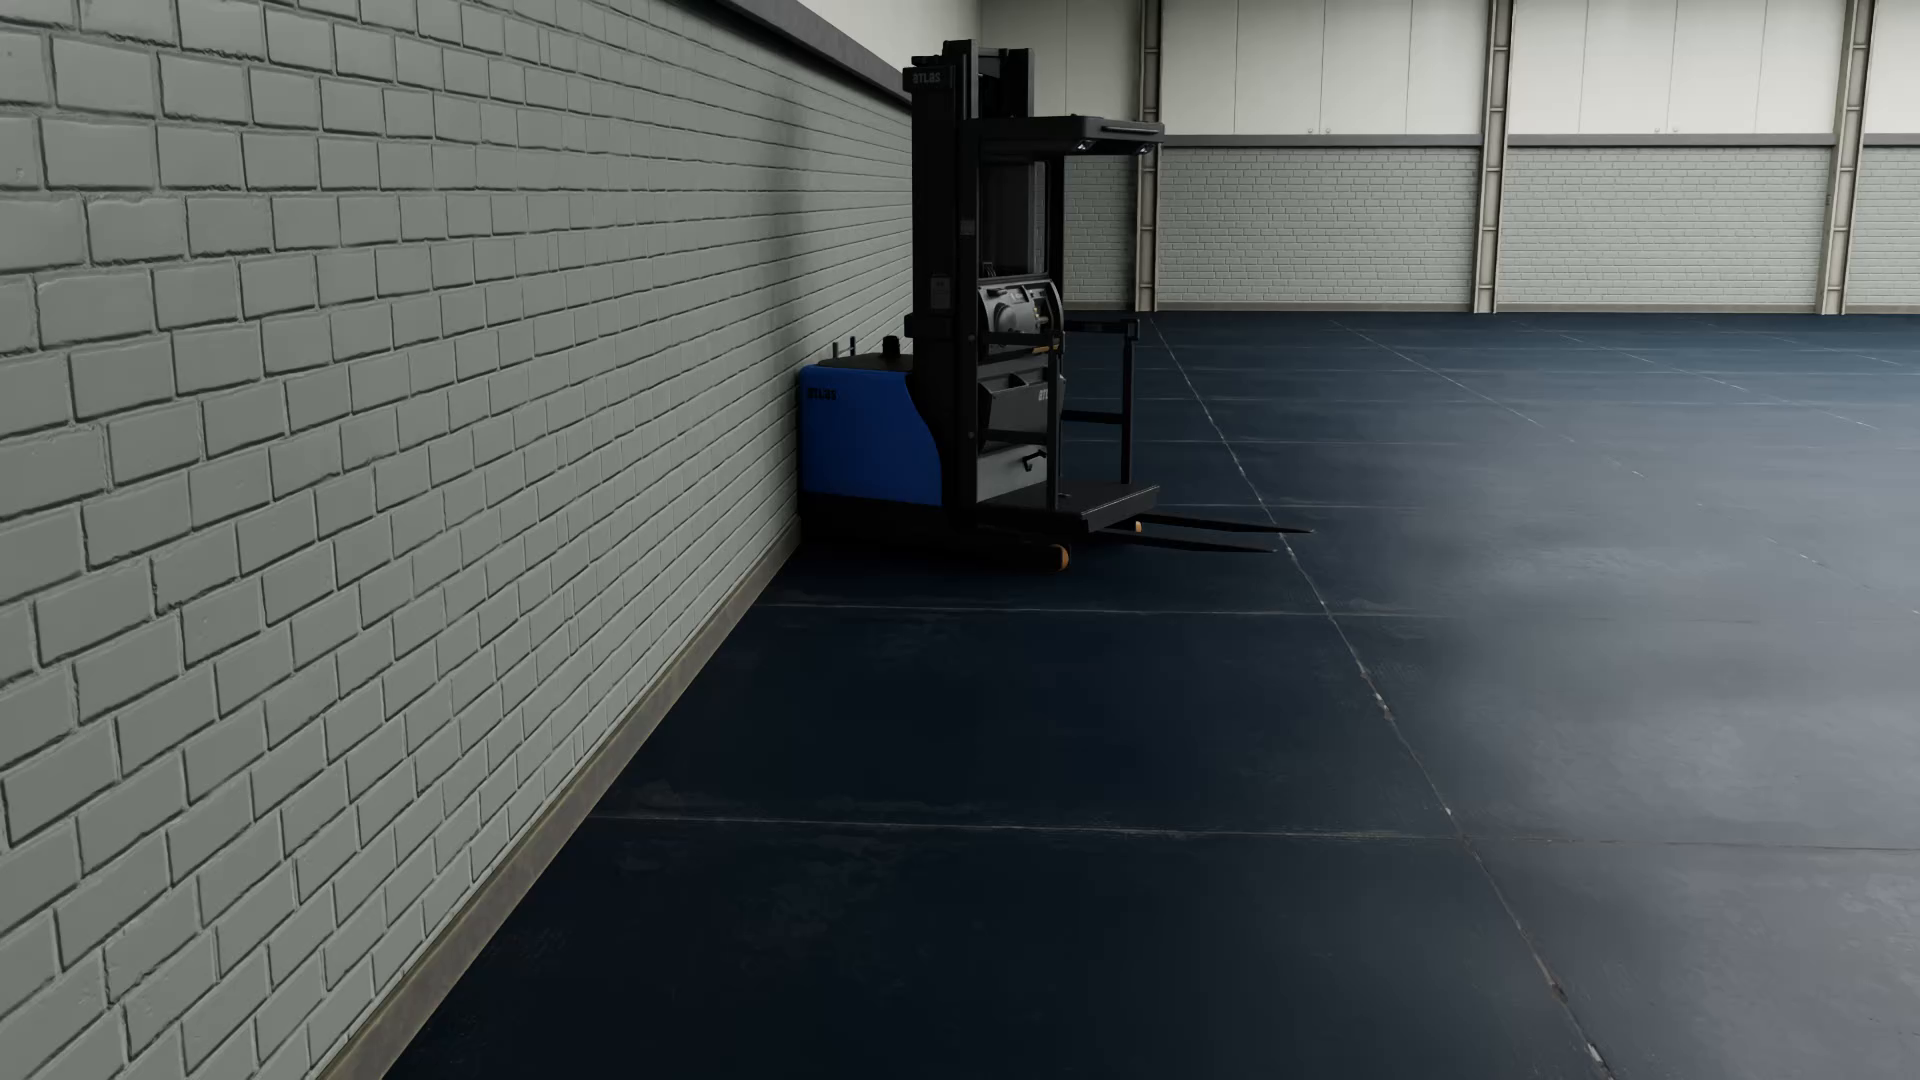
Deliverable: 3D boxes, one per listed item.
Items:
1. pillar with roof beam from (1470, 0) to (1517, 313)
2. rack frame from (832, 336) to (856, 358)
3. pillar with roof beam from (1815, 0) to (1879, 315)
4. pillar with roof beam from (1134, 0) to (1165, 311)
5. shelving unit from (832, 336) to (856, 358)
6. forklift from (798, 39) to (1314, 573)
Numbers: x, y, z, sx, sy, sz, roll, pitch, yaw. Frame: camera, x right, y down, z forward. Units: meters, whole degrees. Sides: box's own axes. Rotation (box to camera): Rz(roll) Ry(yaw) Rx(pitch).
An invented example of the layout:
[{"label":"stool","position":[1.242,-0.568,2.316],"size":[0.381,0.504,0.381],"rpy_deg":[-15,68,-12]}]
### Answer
[{"label":"pillar with roof beam","position":[9.062,-7.596,24.604],"size":[0.400,9.000,9.100],"rpy_deg":[1,12,4]},{"label":"rack frame","position":[-0.785,-0.813,11.407],"size":[0.032,1.125,0.500],"rpy_deg":[2,12,11]},{"label":"pillar with roof beam","position":[15.048,-7.514,24.211],"size":[0.400,9.000,9.100],"rpy_deg":[1,12,4]},{"label":"pillar with roof beam","position":[3.075,-7.678,24.996],"size":[0.400,9.000,9.100],"rpy_deg":[1,12,4]},{"label":"shelving unit","position":[-0.287,-0.793,11.310],"size":[1.048,1.125,0.538],"rpy_deg":[2,12,11]},{"label":"forklift","position":[0.538,-1.370,9.660],"size":[3.031,2.935,1.130],"rpy_deg":[7,14,30]}]
